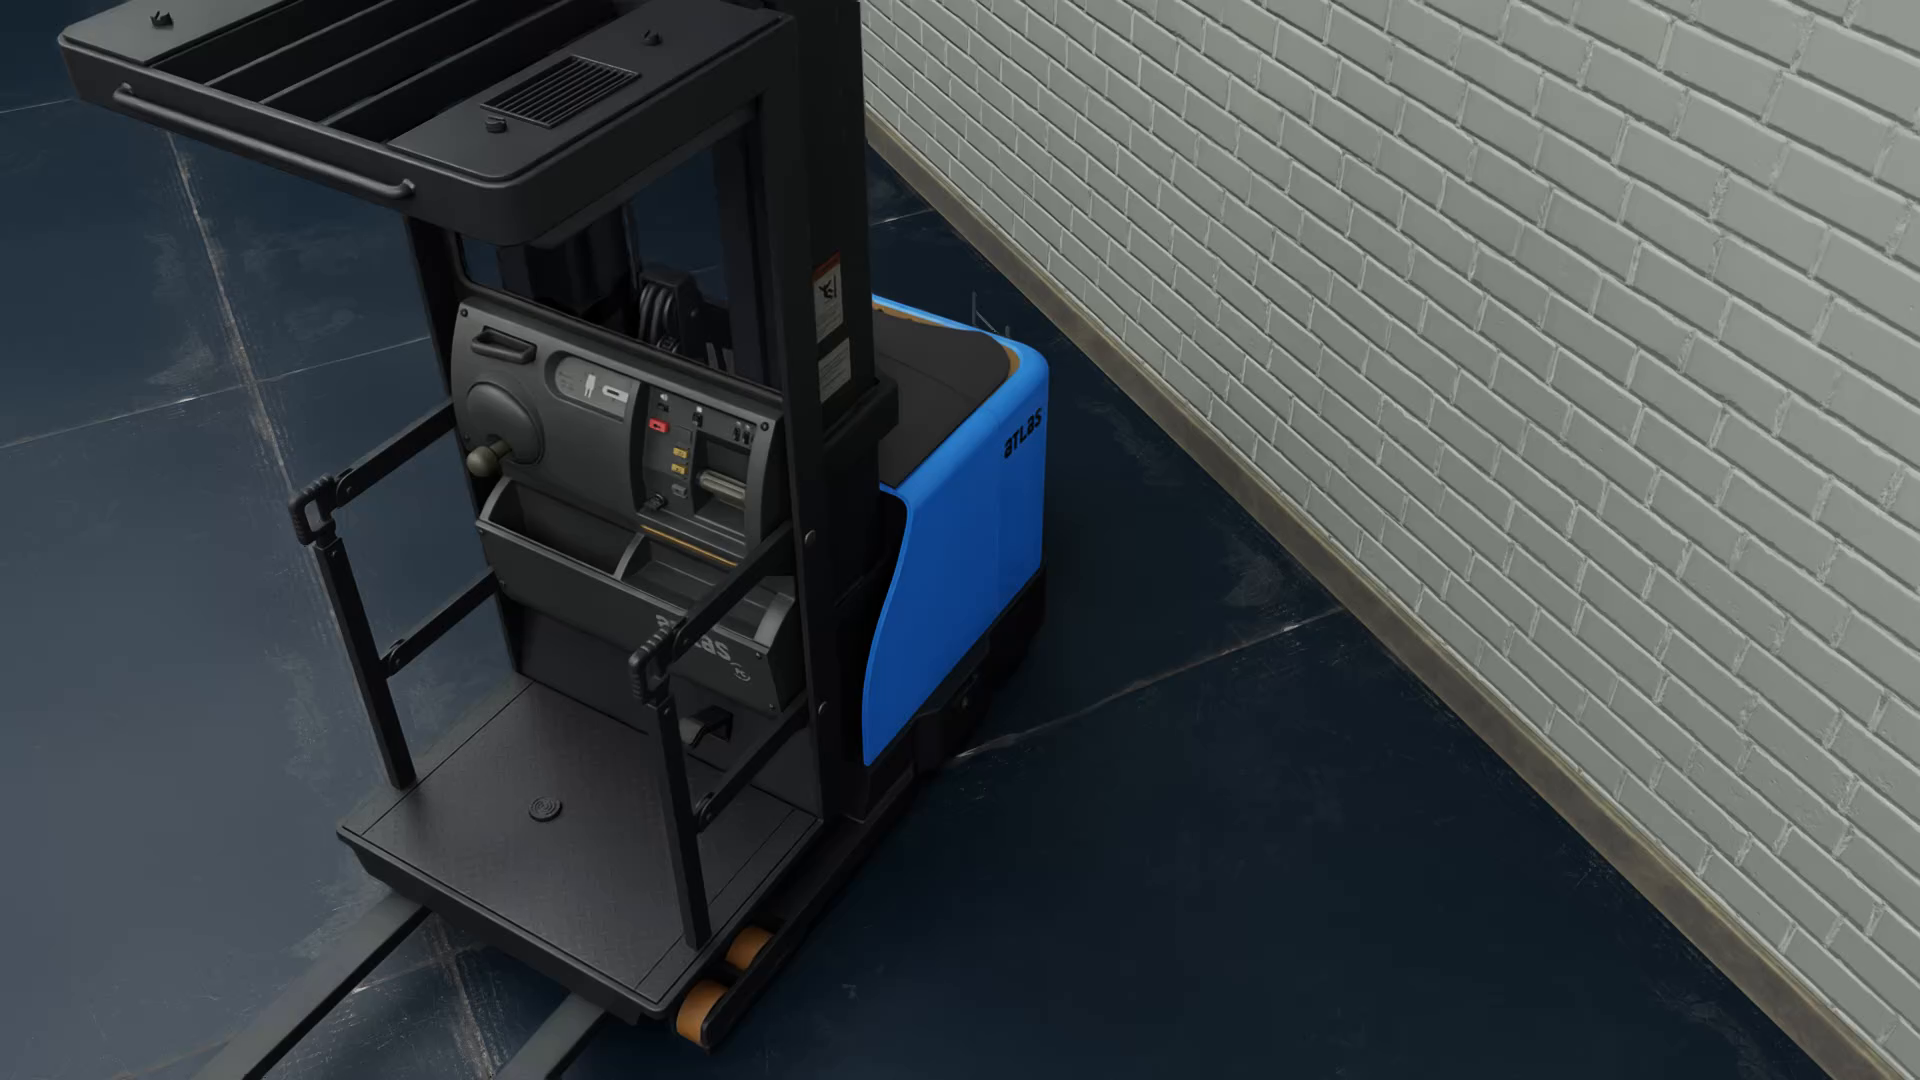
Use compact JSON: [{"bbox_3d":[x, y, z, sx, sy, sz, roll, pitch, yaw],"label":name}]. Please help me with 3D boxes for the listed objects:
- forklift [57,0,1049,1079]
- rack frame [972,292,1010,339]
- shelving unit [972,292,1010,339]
[{"bbox_3d":[-0.921,-0.181,3.696,1.130,2.935,3.031,21,45,23],"label":"forklift"},{"bbox_3d":[0.097,-0.376,5.498,0.006,0.900,0.240,-19,44,-21],"label":"rack frame"},{"bbox_3d":[0.007,-0.346,5.462,0.210,0.900,0.258,-19,44,-21],"label":"shelving unit"}]
